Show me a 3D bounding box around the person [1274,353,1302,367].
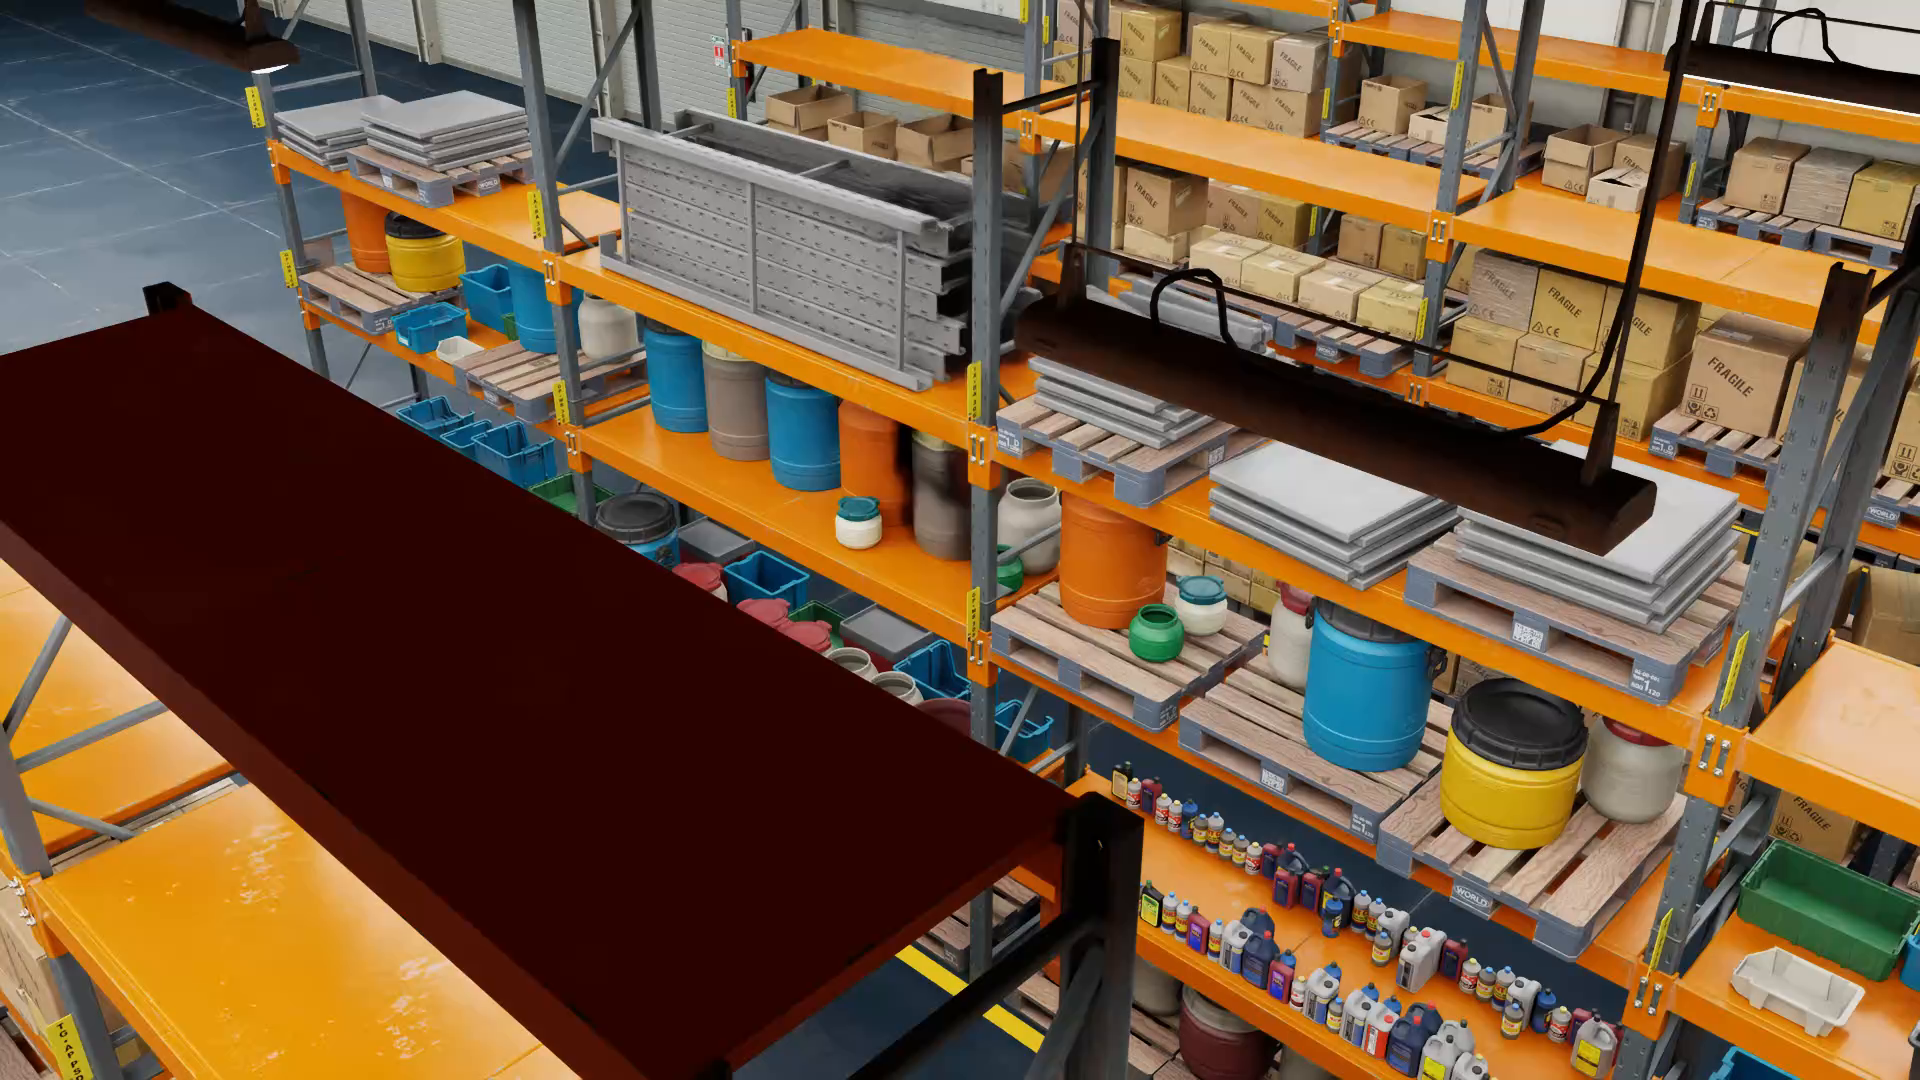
[{"bbox_3d":[3.206,-1.638,17.356,0.660,1.764,0.679,18,34,28],"label":"person"}]
